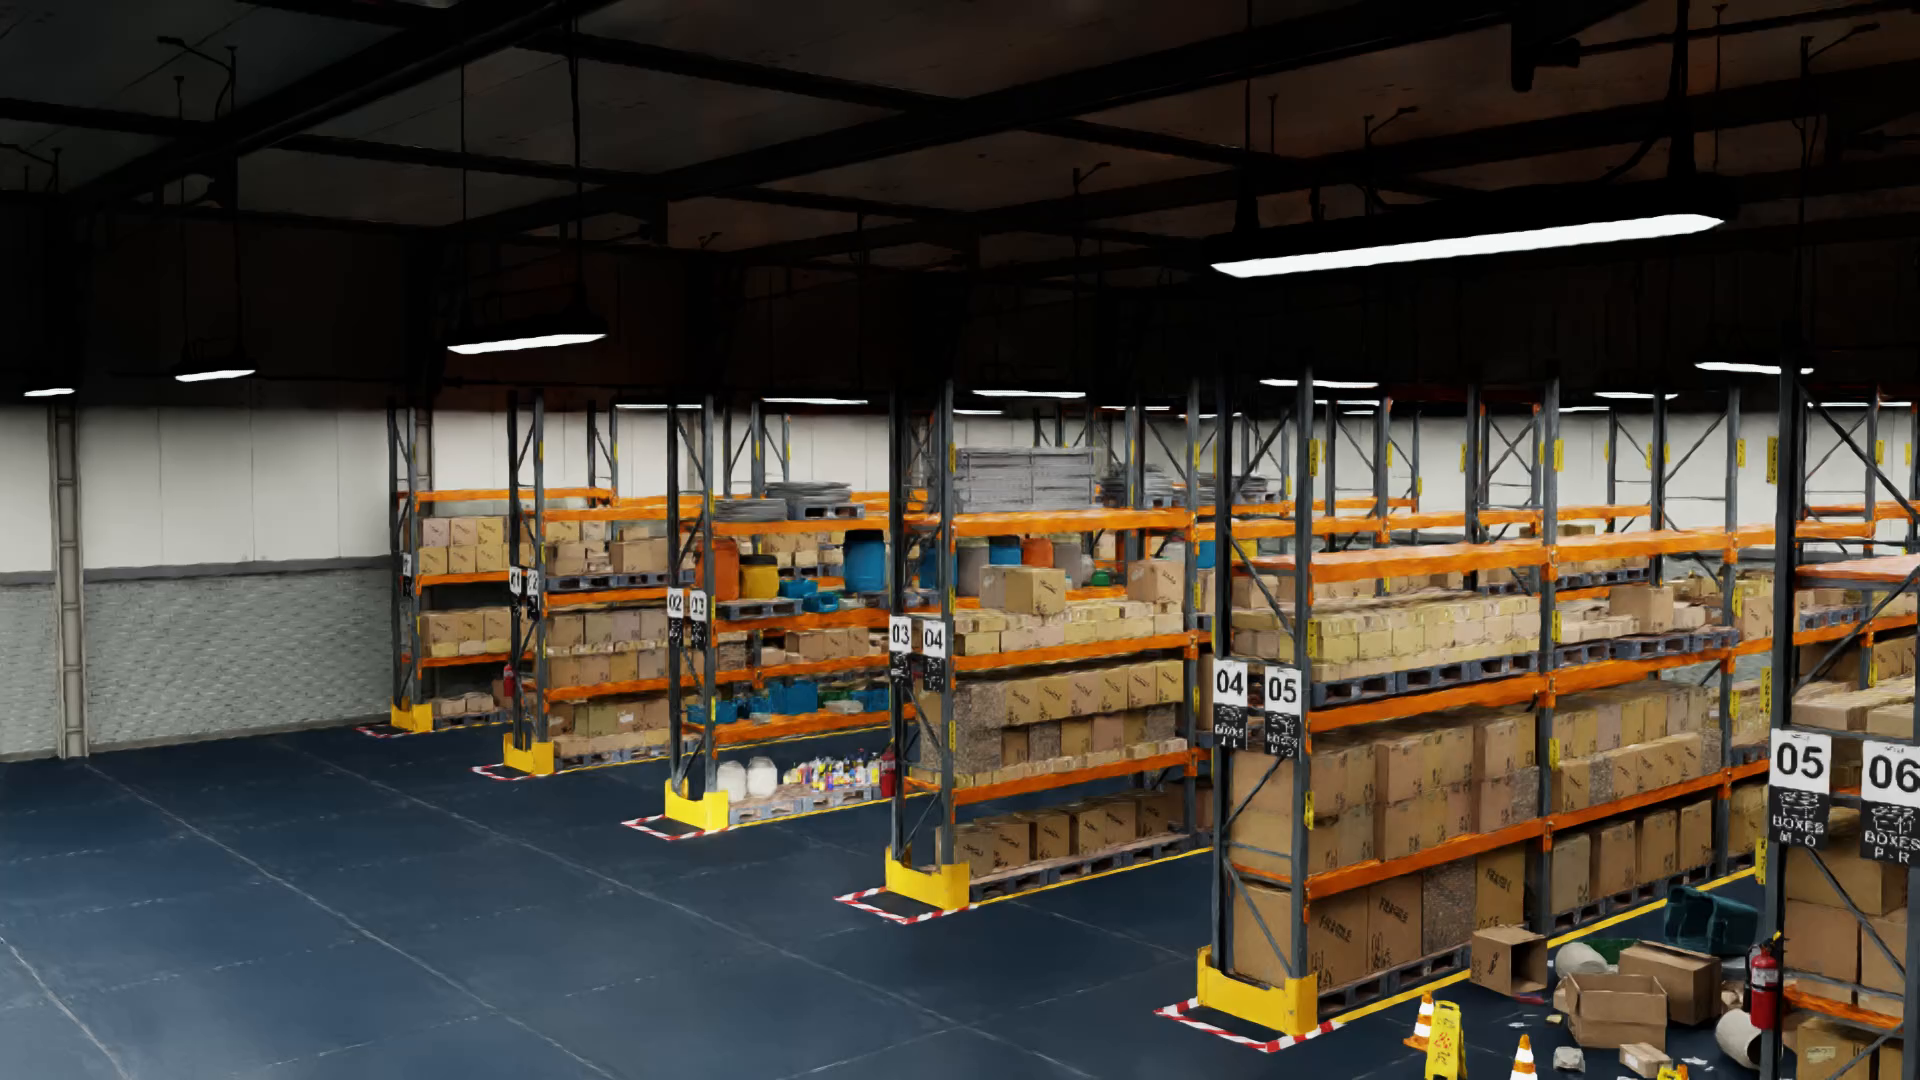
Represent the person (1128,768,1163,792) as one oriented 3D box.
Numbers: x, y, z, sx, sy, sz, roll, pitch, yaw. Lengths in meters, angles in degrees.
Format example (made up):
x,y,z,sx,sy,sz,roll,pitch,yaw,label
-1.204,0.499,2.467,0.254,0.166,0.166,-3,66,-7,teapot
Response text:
x,y,z,sx,sy,sz,roll,pitch,yaw,label
2.568,2.951,23.181,0.549,1.735,0.702,-3,4,-41,person
